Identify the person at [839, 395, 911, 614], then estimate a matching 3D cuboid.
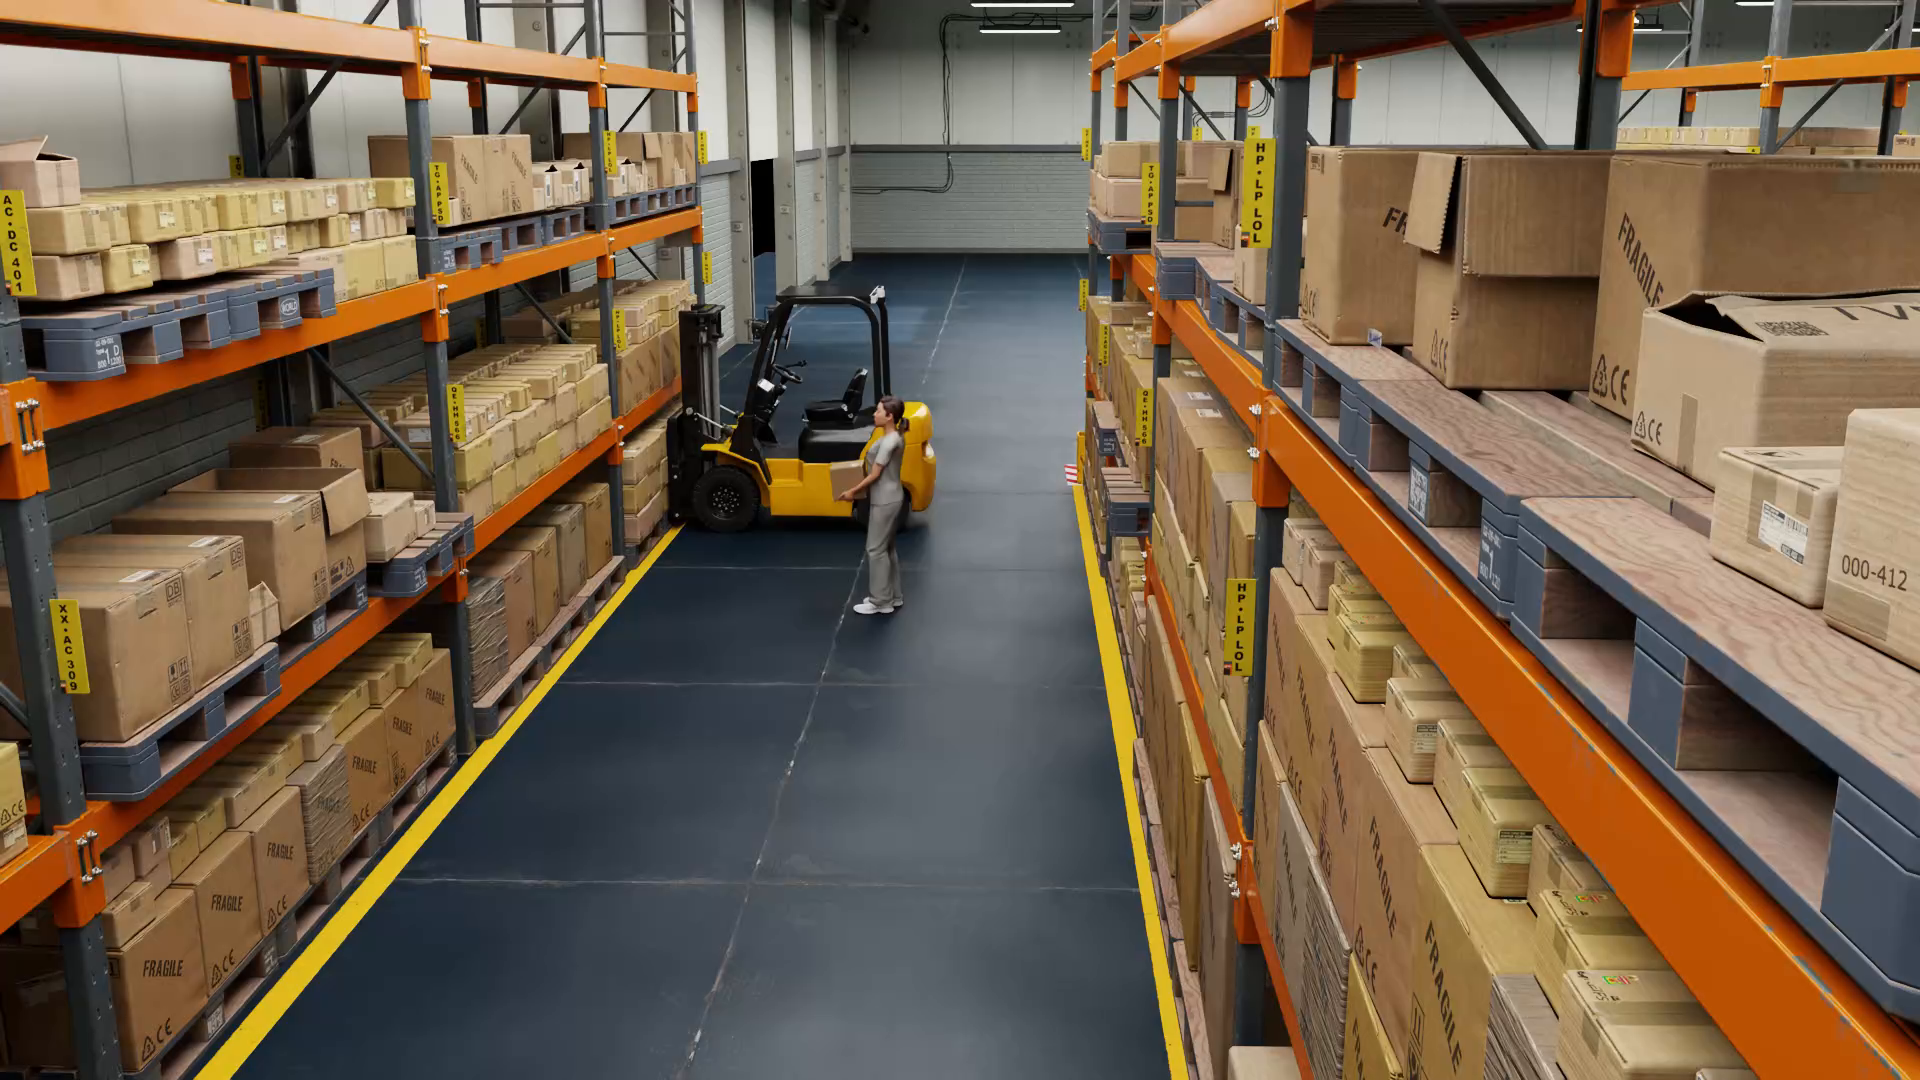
[{"bbox_3d":[-0.642,-0.272,12.620,0.531,1.667,0.437,1,14,2],"label":"person"}]
